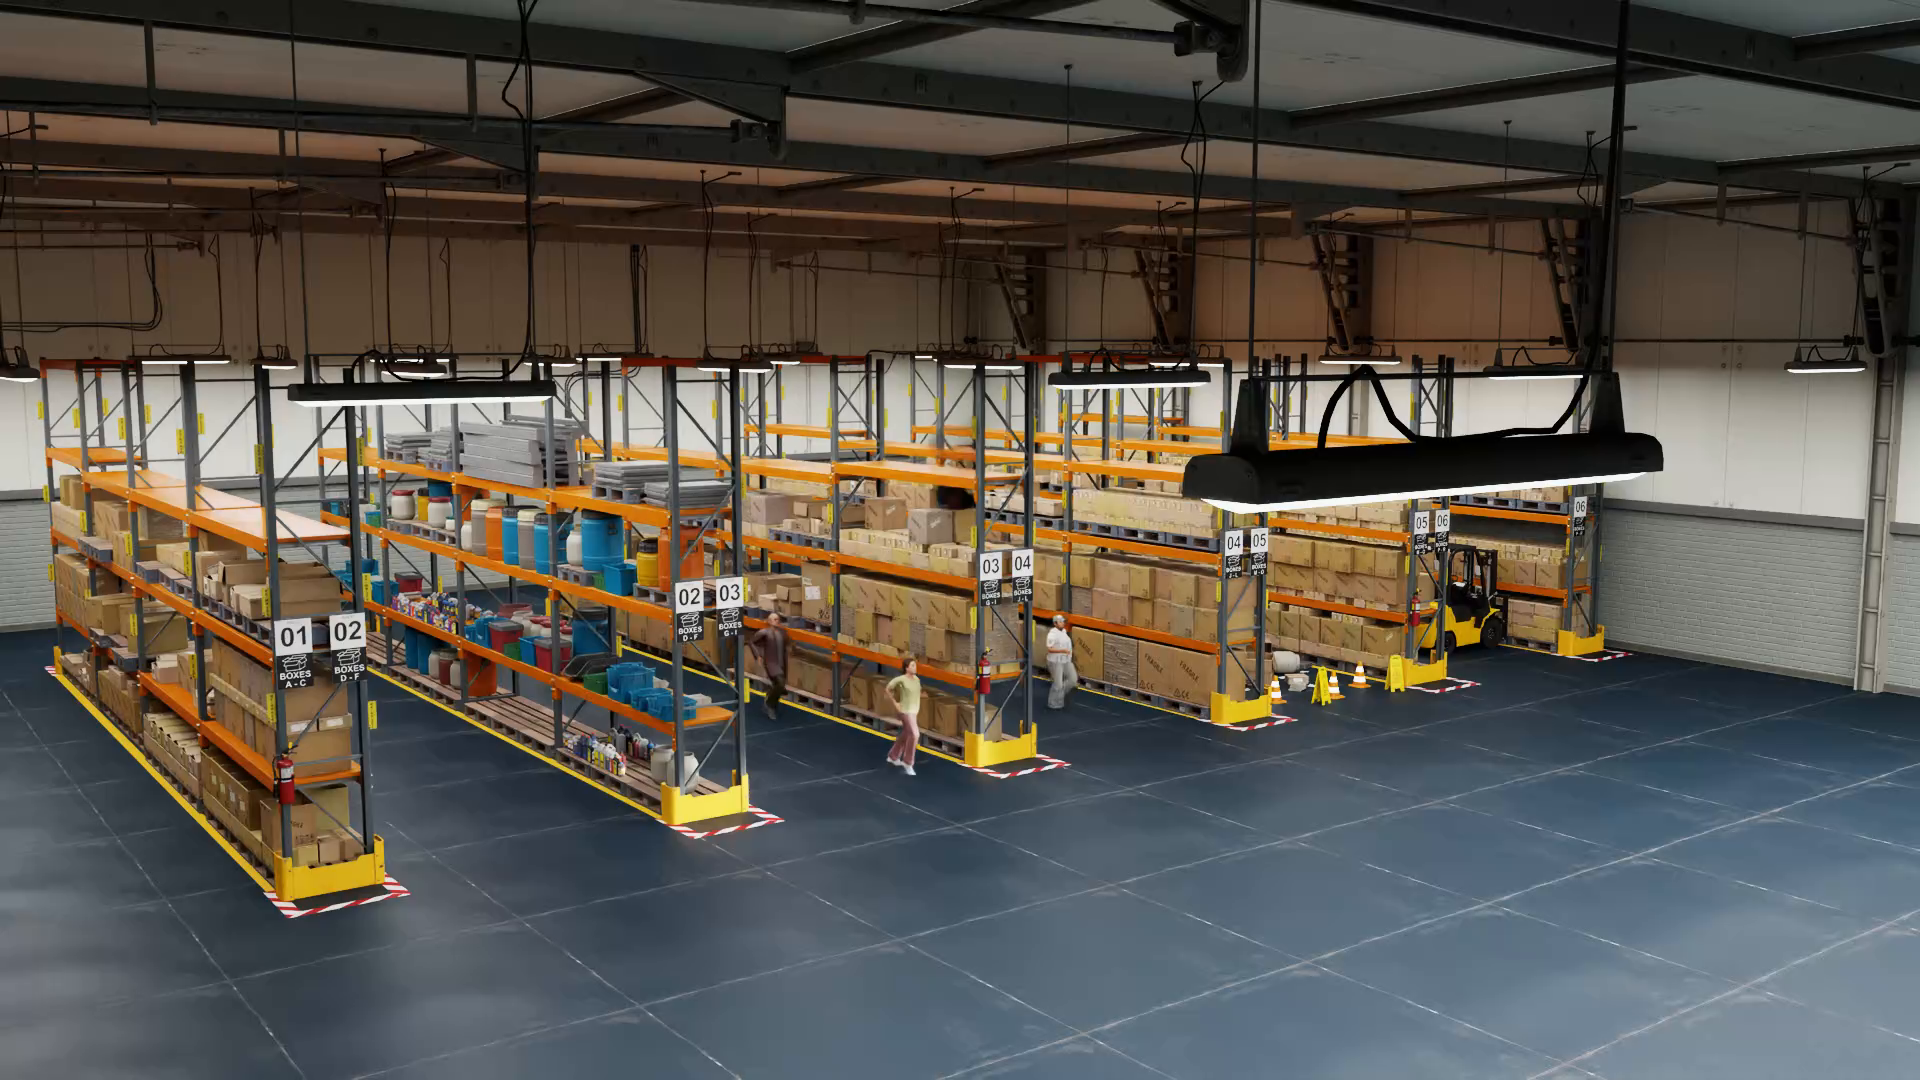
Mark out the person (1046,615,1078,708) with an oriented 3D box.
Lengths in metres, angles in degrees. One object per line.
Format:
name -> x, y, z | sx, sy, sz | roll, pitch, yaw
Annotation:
person -> 1.760, 2.102, 28.533 | 0.576, 1.626, 0.591 | 7, 10, 44

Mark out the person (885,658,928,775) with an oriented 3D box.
person -> -0.779, 2.584, 24.548 | 0.698, 1.716, 0.576 | 5, 9, 37

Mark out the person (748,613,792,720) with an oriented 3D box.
person -> -3.086, 2.117, 27.848 | 0.746, 1.794, 0.675 | 6, 9, 40
